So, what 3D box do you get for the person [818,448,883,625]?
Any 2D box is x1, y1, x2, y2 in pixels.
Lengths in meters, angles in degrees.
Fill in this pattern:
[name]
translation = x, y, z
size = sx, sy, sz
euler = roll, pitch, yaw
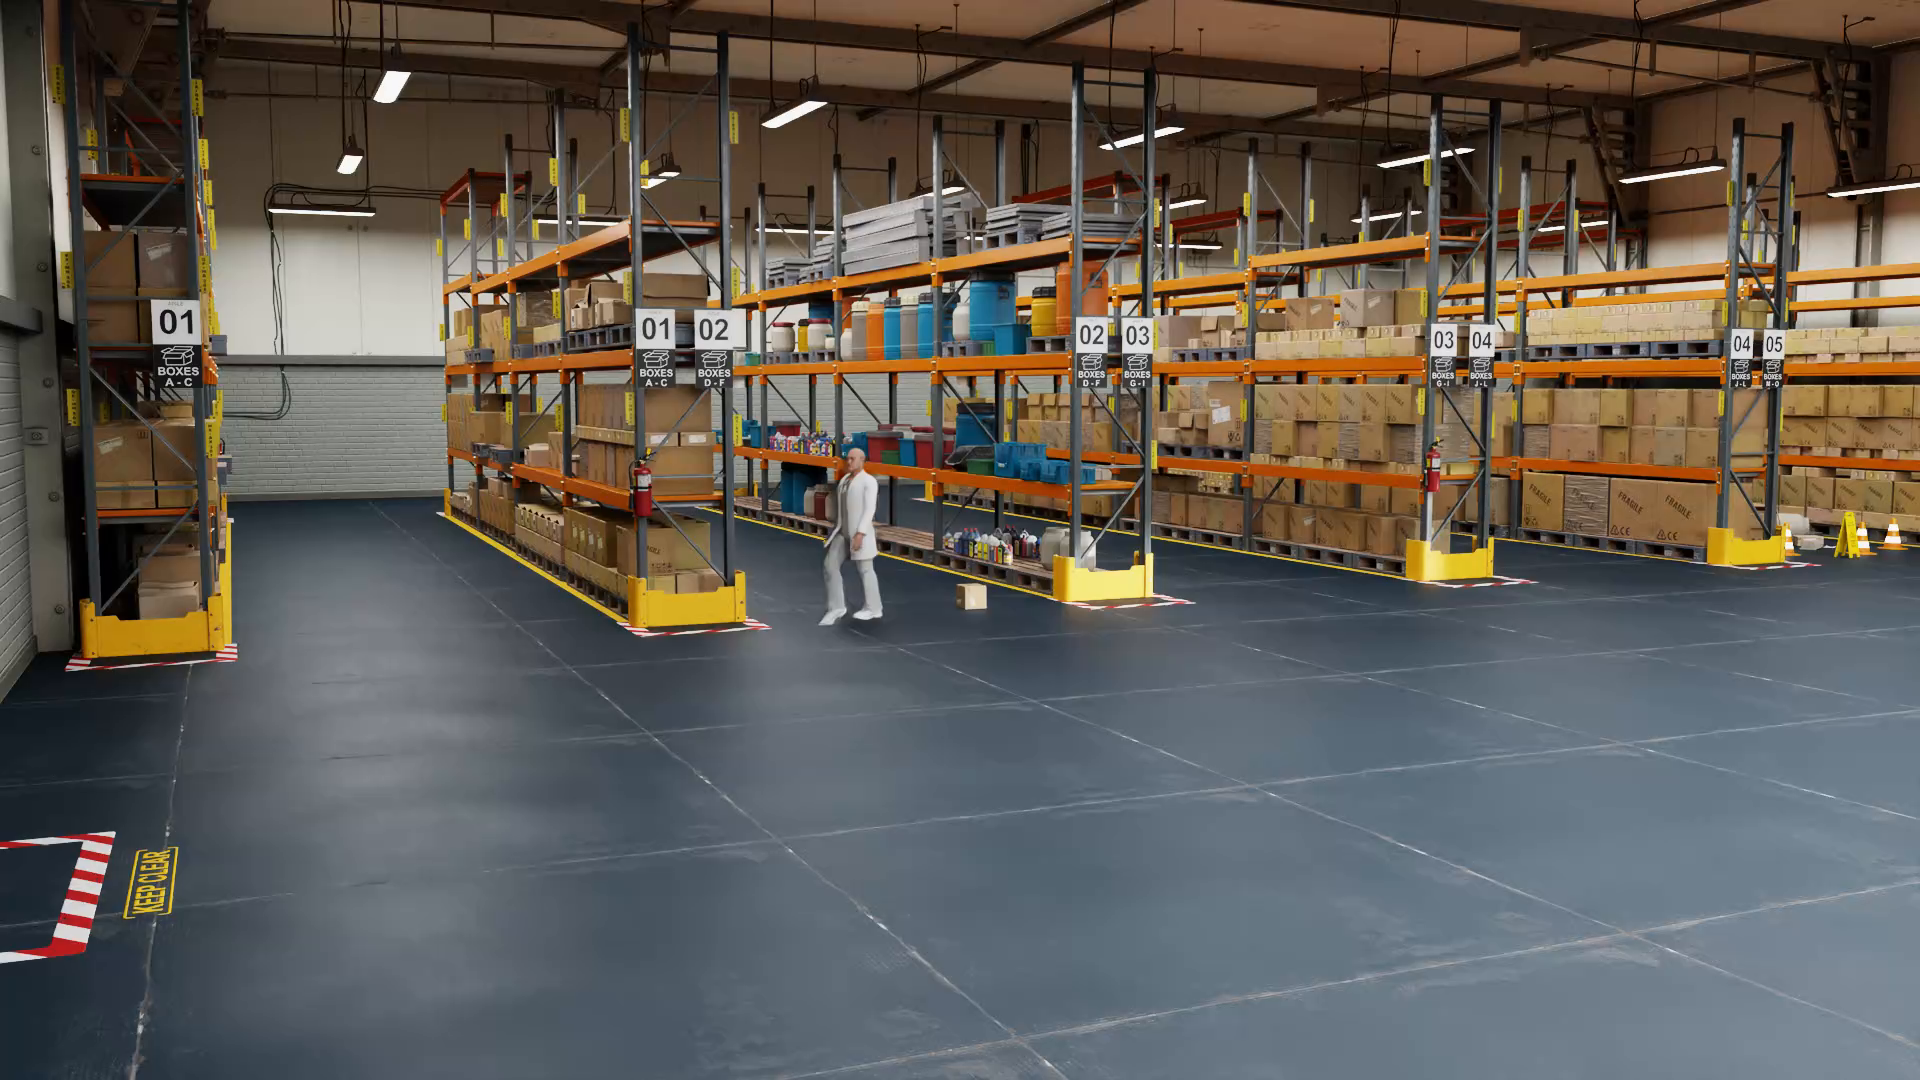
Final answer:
[person]
translation = -1.095, -0.014, 16.993
size = 0.623, 1.846, 0.683
euler = 5, 7, 42
